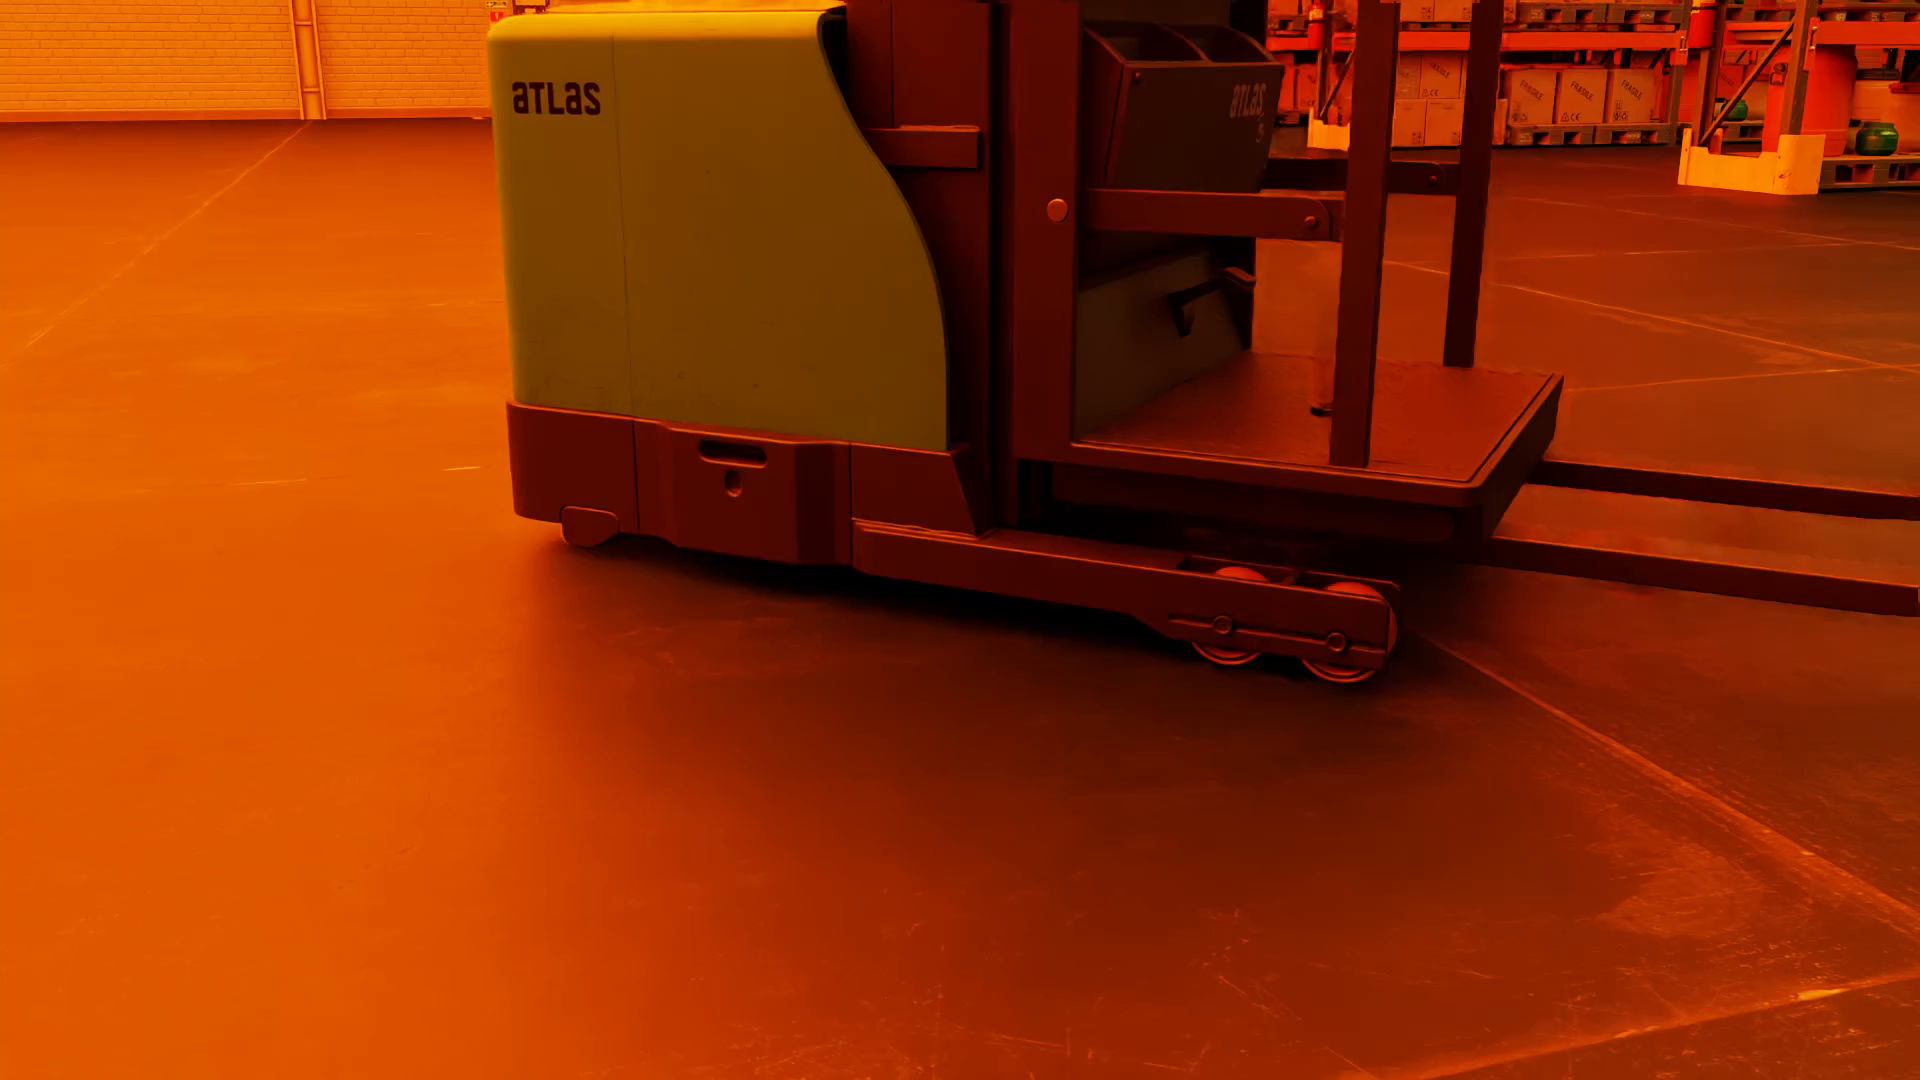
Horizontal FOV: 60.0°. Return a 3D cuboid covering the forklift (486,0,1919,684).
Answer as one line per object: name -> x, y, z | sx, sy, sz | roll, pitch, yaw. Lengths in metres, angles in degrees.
forklift -> 0.607, -1.339, 2.923 | 3.031, 2.935, 1.130 | 8, 18, 25
